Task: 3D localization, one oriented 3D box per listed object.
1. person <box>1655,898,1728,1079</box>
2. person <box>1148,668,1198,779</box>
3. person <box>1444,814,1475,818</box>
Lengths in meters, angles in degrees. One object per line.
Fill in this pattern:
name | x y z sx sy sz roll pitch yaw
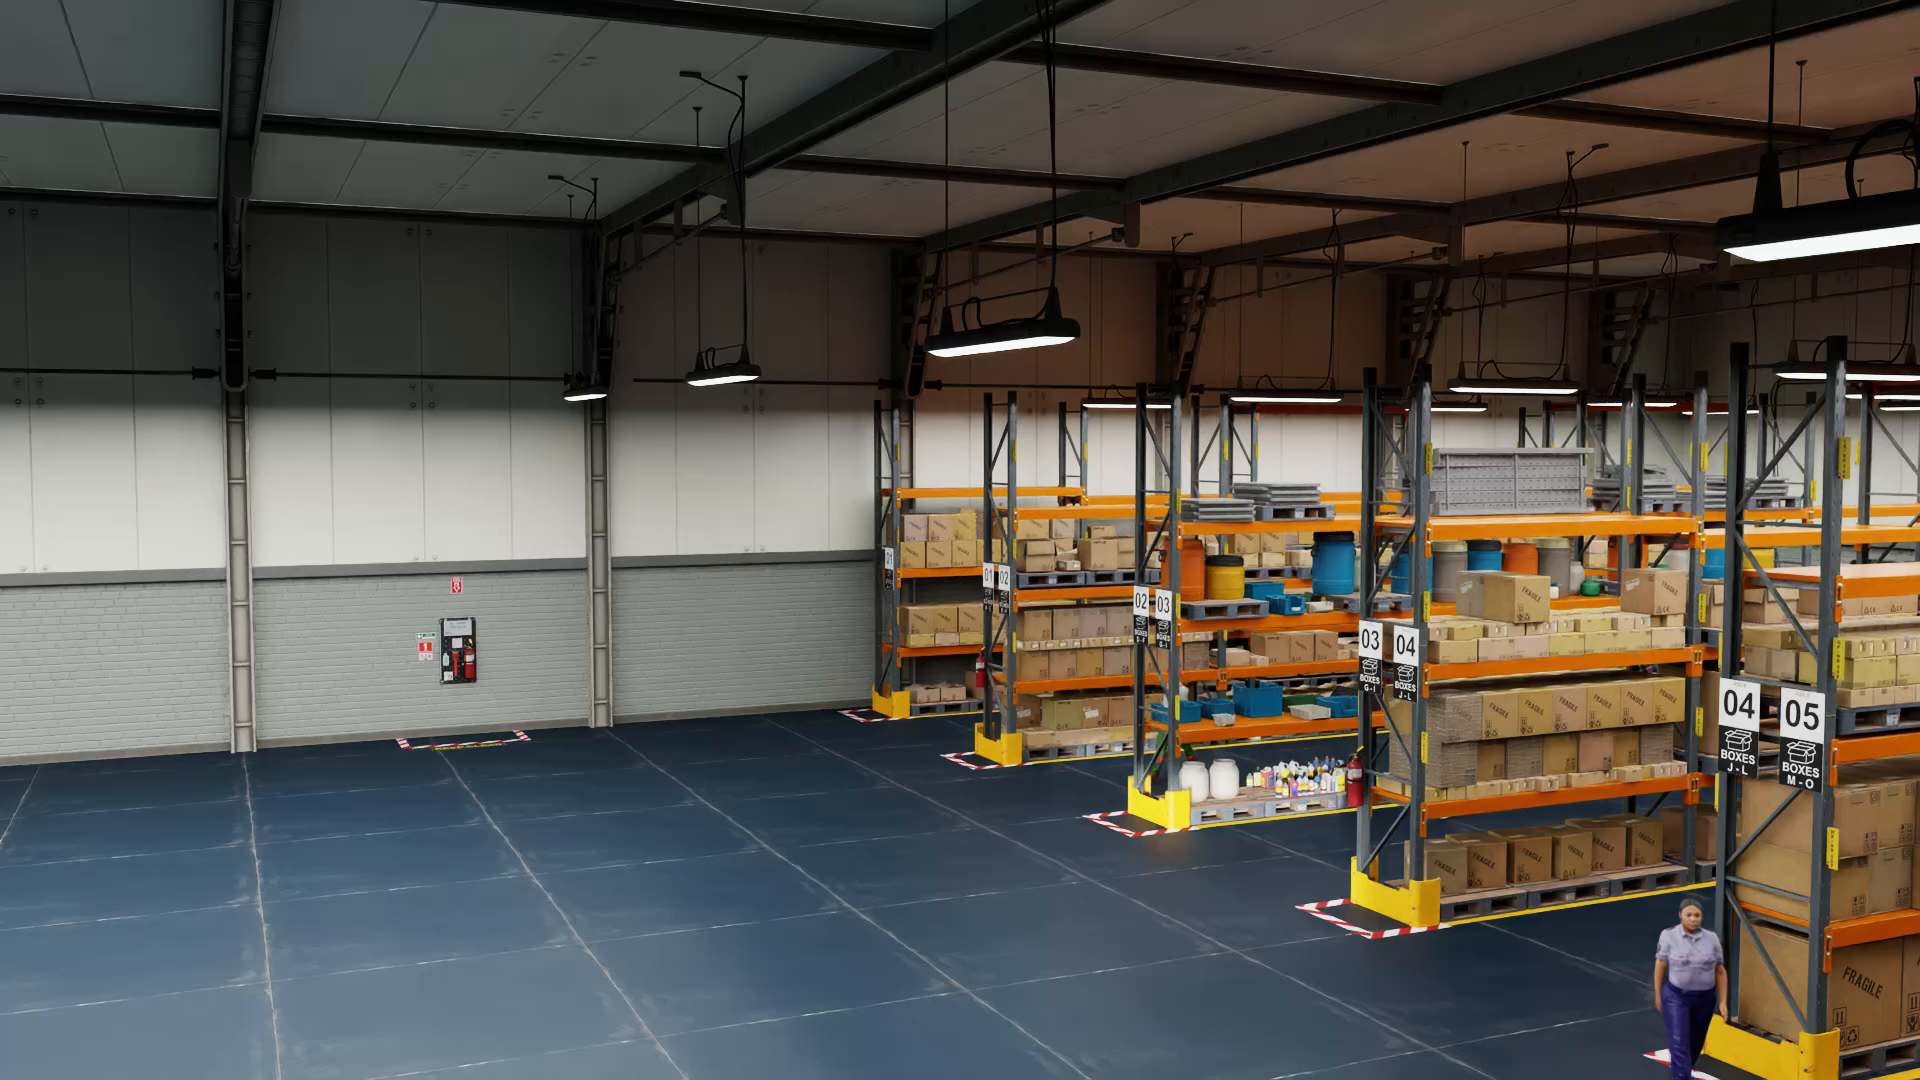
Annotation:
person | 5.700 3.596 12.933 0.492 1.596 0.874 0 3 5
person | 3.240 2.790 25.462 1.020 1.737 0.550 -2 4 -33
person | 6.914 2.988 22.980 0.686 1.672 0.508 -2 4 -36
